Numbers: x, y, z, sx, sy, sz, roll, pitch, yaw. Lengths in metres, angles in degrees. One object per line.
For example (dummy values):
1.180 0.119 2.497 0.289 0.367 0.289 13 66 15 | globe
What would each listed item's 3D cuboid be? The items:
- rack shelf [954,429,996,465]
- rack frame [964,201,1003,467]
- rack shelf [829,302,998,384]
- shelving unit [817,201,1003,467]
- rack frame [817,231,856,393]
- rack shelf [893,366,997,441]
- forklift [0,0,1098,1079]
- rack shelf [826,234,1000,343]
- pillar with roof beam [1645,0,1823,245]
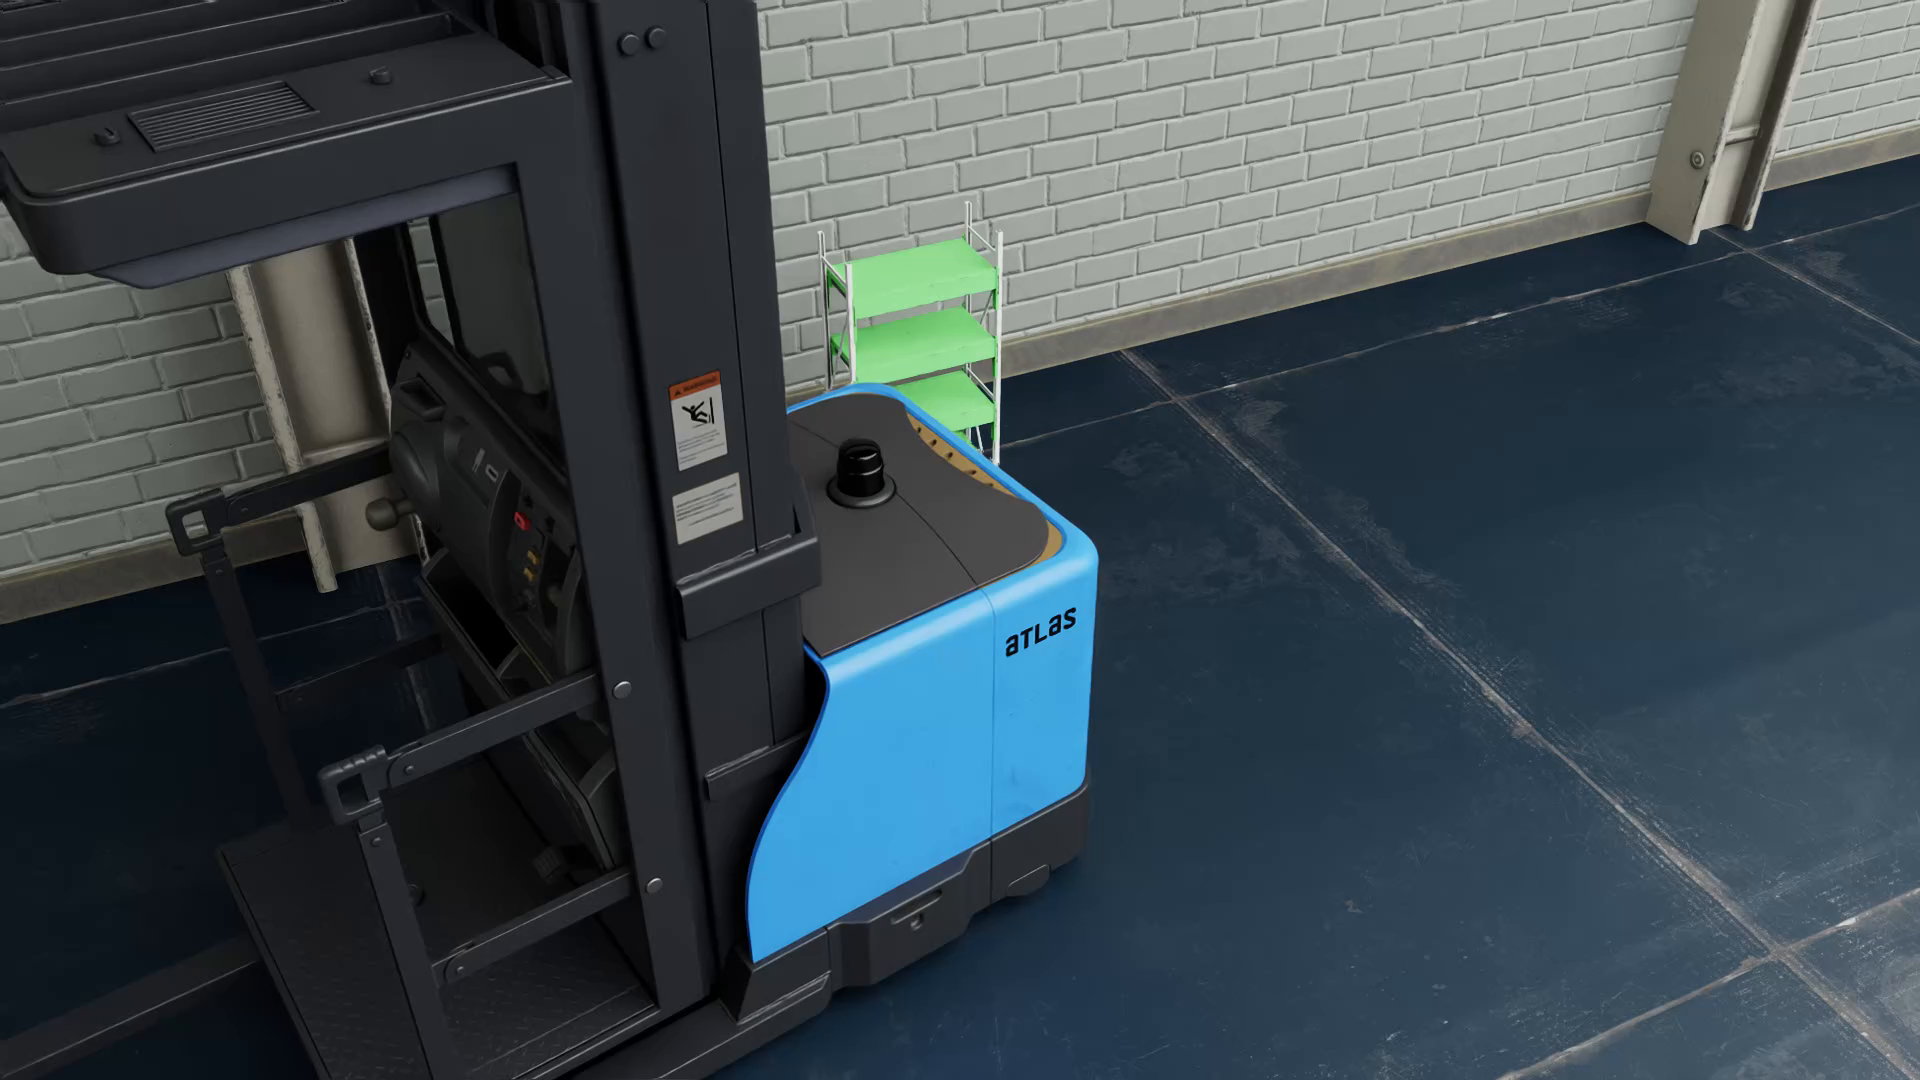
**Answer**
-0.150 -0.196 5.517 0.480 0.148 0.258 -16 39 -20 | rack shelf
0.071 -0.502 5.419 0.015 1.200 0.240 -16 39 -20 | rack frame
-0.150 -0.581 5.231 0.480 0.148 0.258 -16 39 -20 | rack shelf
-0.150 -0.440 5.336 0.503 1.200 0.258 -16 39 -20 | shelving unit
-0.371 -0.378 5.253 0.015 1.200 0.240 -16 39 -20 | rack frame
-0.150 -0.389 5.374 0.480 0.148 0.258 -16 39 -20 | rack shelf
-1.150 -0.027 3.325 3.031 2.935 1.130 -23 42 -28 | forklift
-0.150 -0.774 5.088 0.480 0.148 0.258 -16 39 -20 | rack shelf
5.253 -2.767 1.926 0.400 9.000 9.100 -16 39 -20 | pillar with roof beam
